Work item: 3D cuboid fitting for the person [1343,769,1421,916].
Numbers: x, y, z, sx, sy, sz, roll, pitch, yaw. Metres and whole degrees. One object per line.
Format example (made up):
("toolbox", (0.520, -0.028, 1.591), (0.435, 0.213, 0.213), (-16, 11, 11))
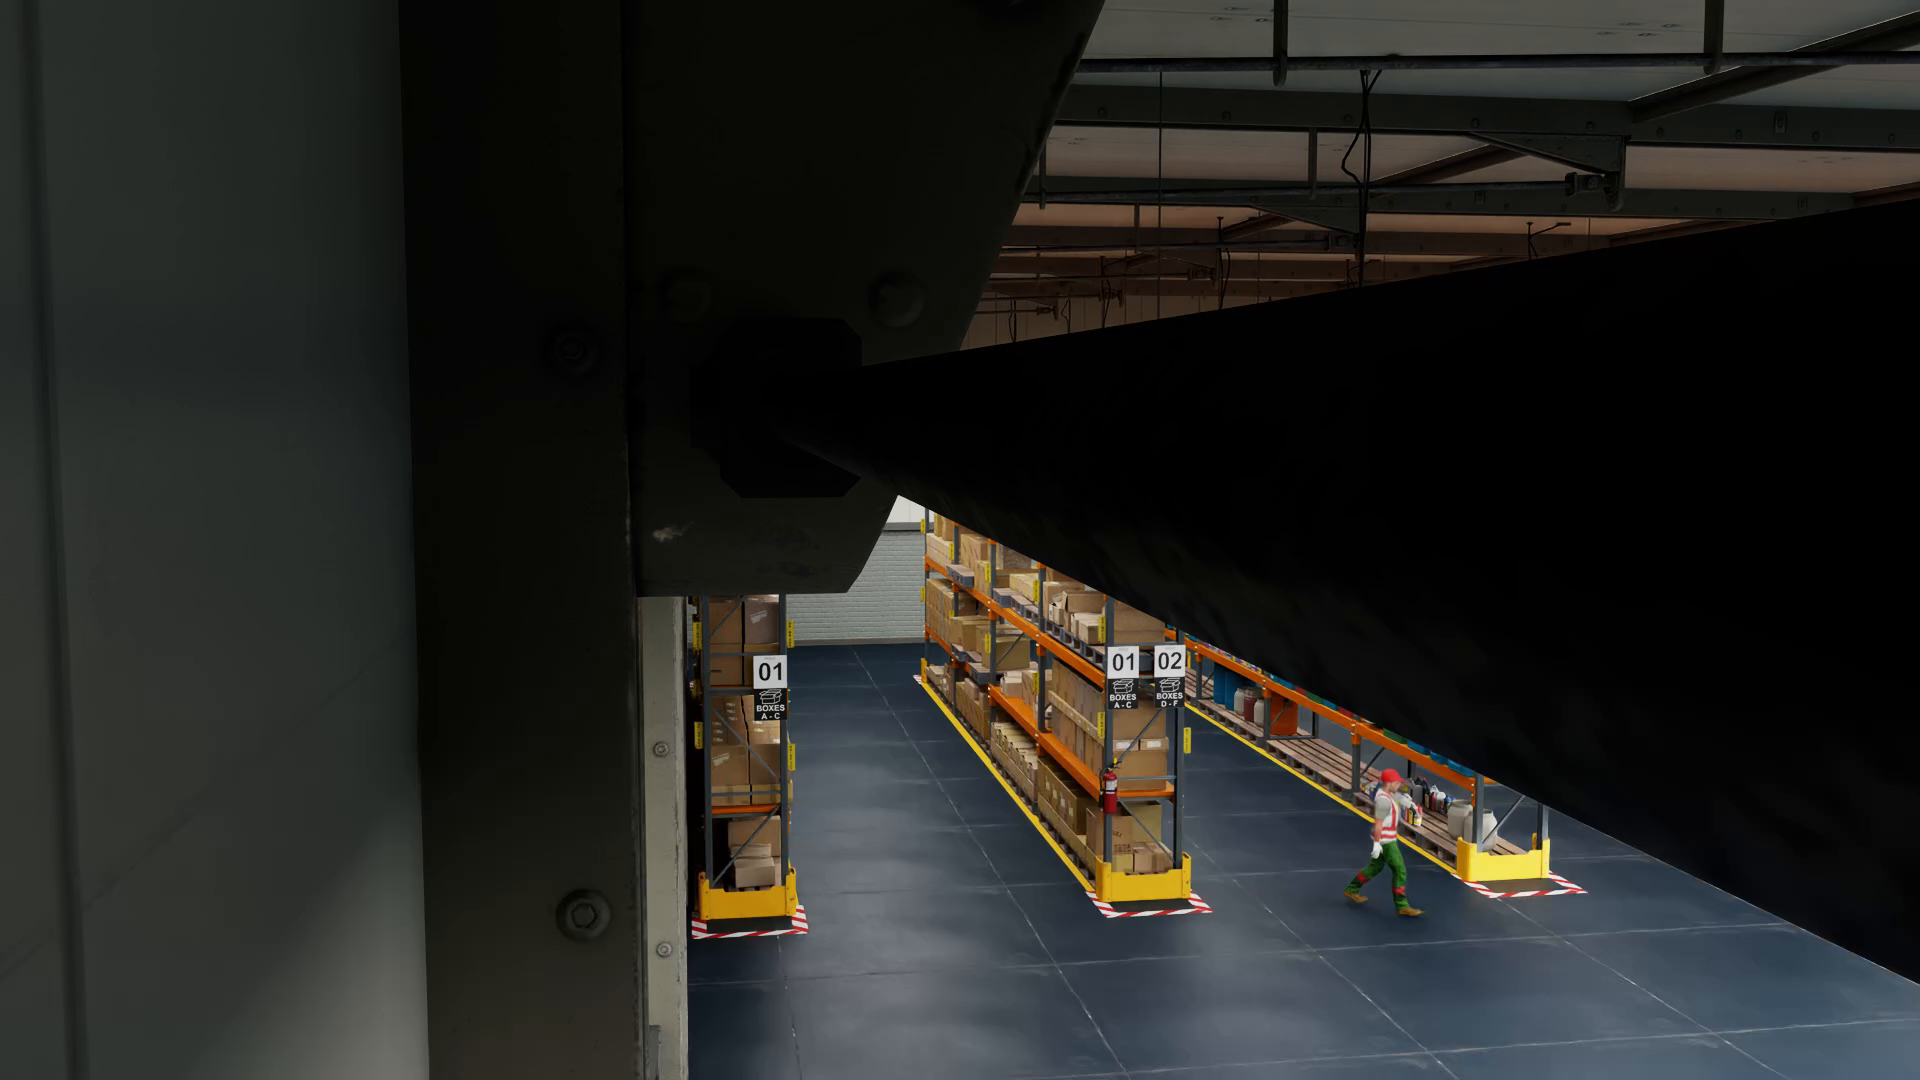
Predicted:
("person", (5.184, 3.669, 20.373), (0.917, 1.754, 0.547), (1, 5, 12))
